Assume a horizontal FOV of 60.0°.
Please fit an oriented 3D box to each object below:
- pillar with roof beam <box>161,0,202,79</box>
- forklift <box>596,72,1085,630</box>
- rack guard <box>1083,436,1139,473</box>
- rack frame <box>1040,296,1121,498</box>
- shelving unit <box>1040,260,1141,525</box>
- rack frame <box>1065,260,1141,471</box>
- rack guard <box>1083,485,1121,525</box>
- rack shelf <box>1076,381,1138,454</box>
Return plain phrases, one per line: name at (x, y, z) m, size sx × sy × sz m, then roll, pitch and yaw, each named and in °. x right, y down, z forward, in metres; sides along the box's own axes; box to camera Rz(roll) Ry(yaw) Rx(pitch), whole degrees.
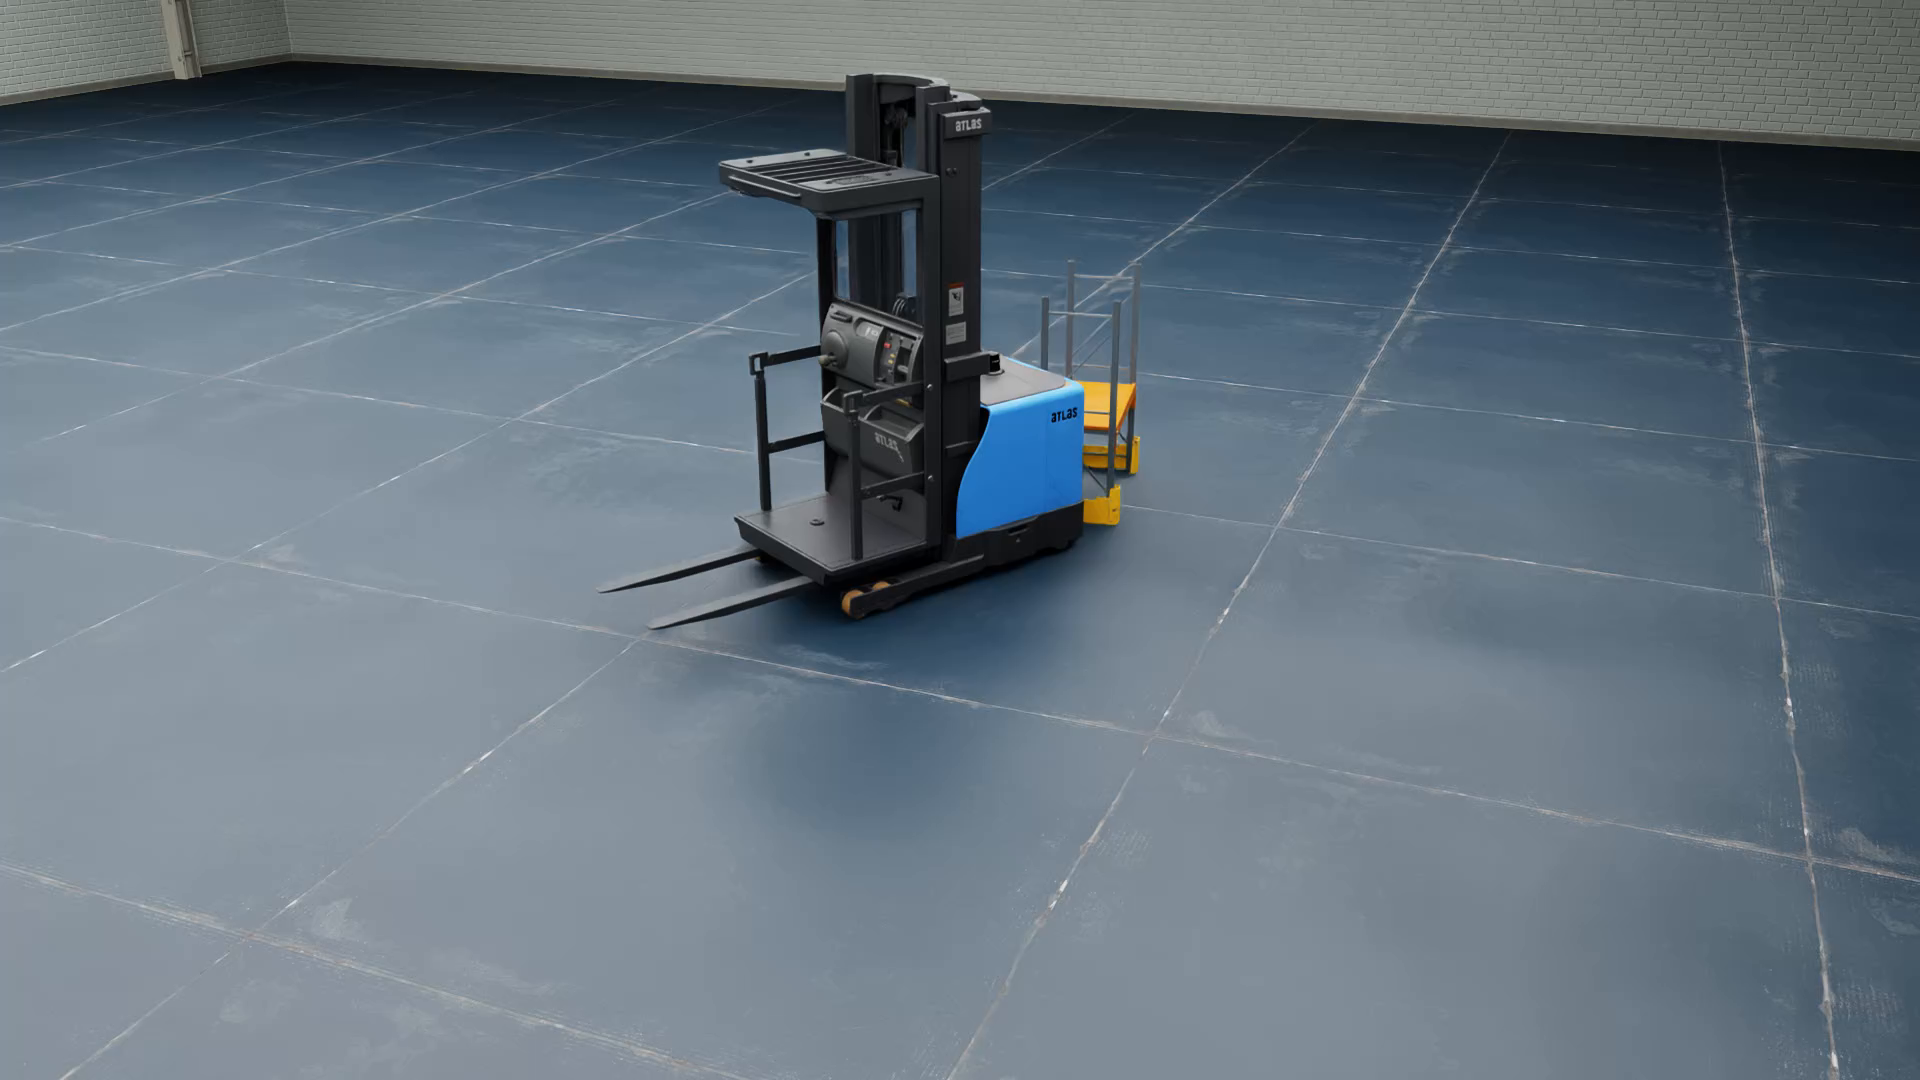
pillar with roof beam at (-10.919, -12.470, 28.929) m, size 9.100 × 9.000 × 0.400 m, roll 9°, pitch 24°, yaw 20°
forklift at (-0.685, -1.124, 9.638) m, size 3.031 × 2.935 × 1.130 m, roll -17°, pitch 28°, yaw -35°
rack guard at (0.987, -0.630, 11.935) m, size 0.587 × 0.250 × 0.087 m, roll 5°, pitch 23°, yaw 12°
rack frame at (0.766, -0.832, 10.797) m, size 0.500 × 1.500 × 0.032 m, roll 5°, pitch 23°, yaw 12°
shelving unit at (0.877, -1.020, 11.246) m, size 0.587 × 1.500 × 1.083 m, roll 5°, pitch 23°, yaw 12°
rack frame at (0.991, -1.214, 11.712) m, size 0.500 × 1.500 × 0.032 m, roll 5°, pitch 23°, yaw 12°
rack guard at (0.766, -0.256, 11.039) m, size 0.587 × 0.250 × 0.087 m, roll 5°, pitch 23°, yaw 12°
rack shelf at (0.879, -0.857, 11.323) m, size 0.538 × 0.185 × 1.000 m, roll 5°, pitch 23°, yaw 12°
